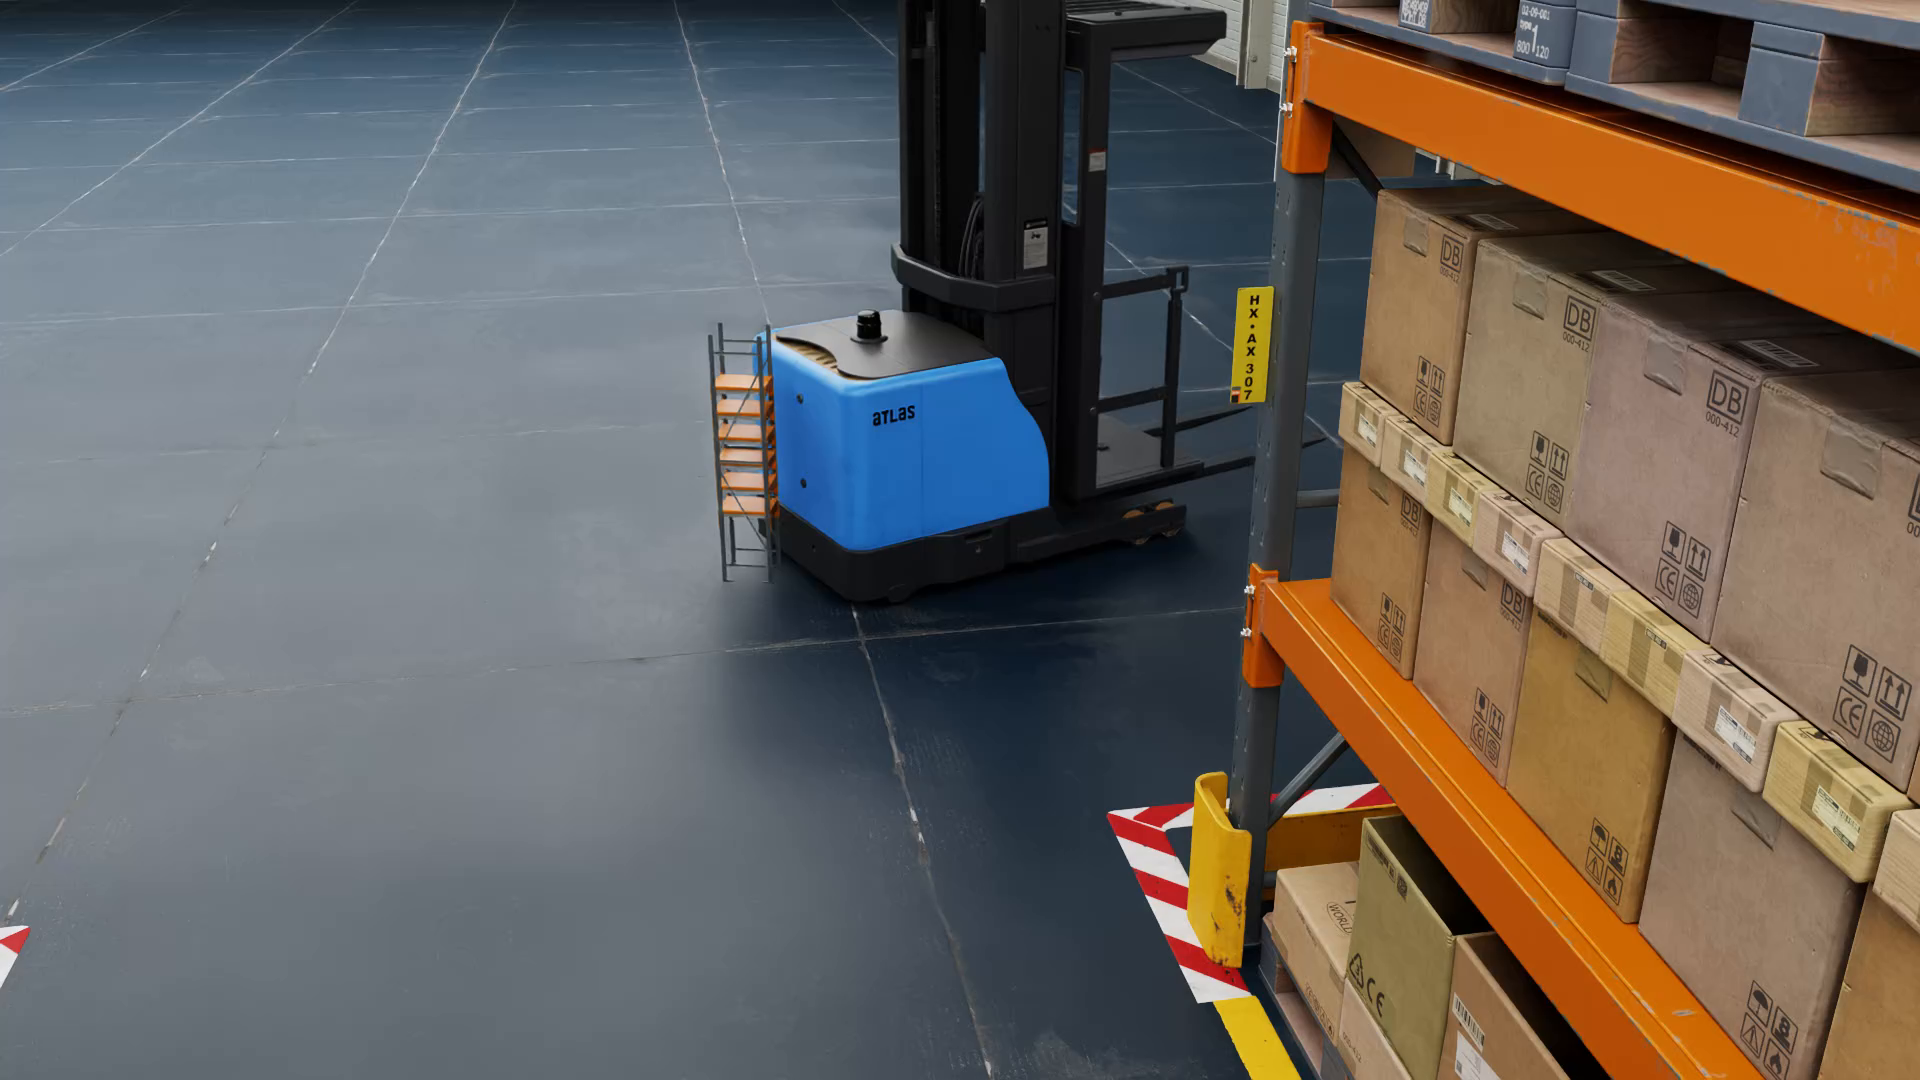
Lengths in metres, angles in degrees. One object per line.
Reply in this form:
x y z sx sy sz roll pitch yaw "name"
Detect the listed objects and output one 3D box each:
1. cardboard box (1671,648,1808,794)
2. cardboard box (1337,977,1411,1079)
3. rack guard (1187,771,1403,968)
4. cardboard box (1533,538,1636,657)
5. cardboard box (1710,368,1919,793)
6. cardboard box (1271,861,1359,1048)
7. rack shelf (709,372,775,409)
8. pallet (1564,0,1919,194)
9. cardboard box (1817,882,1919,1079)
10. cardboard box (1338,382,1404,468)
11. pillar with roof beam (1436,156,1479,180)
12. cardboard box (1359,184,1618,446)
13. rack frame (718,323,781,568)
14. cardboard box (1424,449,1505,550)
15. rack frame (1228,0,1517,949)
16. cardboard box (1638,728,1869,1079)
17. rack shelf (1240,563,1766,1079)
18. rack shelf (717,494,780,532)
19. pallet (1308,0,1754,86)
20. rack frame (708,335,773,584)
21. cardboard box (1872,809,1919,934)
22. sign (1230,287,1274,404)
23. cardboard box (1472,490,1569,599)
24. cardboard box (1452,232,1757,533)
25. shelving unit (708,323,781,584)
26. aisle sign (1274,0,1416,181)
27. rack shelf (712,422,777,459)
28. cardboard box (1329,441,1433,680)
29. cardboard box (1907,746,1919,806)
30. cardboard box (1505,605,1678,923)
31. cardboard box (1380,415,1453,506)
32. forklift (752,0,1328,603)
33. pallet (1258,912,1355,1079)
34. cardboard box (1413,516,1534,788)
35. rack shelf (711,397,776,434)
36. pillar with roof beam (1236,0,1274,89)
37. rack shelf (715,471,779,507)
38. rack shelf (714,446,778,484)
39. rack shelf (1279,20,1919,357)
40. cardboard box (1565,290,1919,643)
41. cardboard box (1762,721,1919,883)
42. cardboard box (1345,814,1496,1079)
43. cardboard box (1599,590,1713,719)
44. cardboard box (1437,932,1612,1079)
1.486 0.297 2.887 0.380 0.149 0.250 -4 24 -9 "cardboard box"
1.319 1.356 4.307 0.500 0.250 0.500 -4 24 -10 "cardboard box"
1.338 1.001 5.333 1.175 0.500 0.348 -4 24 -10 "rack guard"
1.396 0.098 3.342 0.380 0.149 0.250 -5 24 -12 "cardboard box"
1.715 0.032 2.684 0.700 0.500 0.500 -4 24 -10 "cardboard box"
1.223 1.160 4.757 0.500 0.250 0.500 -4 24 -10 "cardboard box"
-0.981 -0.674 7.504 0.258 0.103 0.180 3 24 6 "rack shelf"
1.676 -0.708 2.487 1.003 0.211 1.213 -4 24 -10 "pallet"
1.801 0.814 2.514 0.700 0.500 0.500 -4 24 -9 "cardboard box"
1.203 -0.308 4.272 0.380 0.149 0.250 -4 24 -10 "cardboard box"
0.739 -7.442 14.047 9.100 9.000 0.400 -4 24 -10 "pillar with roof beam"
1.426 -0.570 4.061 0.700 0.500 0.500 -4 24 -10 "cardboard box"
-0.972 -0.423 7.715 0.240 1.200 0.006 3 24 6 "rack frame"
1.299 -0.106 3.809 0.380 0.149 0.250 -4 24 -10 "cardboard box"
1.342 -0.135 4.811 1.000 3.000 0.127 -4 24 -10 "rack frame"
1.705 0.612 2.975 0.700 0.500 0.500 -4 24 -8 "cardboard box"
1.712 0.981 3.154 1.077 0.370 4.000 -4 24 -10 "rack shelf"
-0.983 -0.126 7.748 0.258 0.103 0.180 3 24 6 "rack shelf"
1.447 -1.189 3.588 1.003 0.211 1.213 -4 24 -10 "pallet"
-0.992 -0.349 7.549 0.240 1.200 0.006 3 24 6 "rack frame"
1.588 0.505 2.412 0.380 0.149 0.250 -4 24 -8 "cardboard box"
0.796 -0.529 4.534 0.100 0.325 0.005 -4 24 -10 "sign"
1.344 -0.007 3.582 0.380 0.149 0.250 -5 24 -11 "cardboard box"
1.528 -0.364 3.589 0.700 0.500 0.500 -5 24 -11 "cardboard box"
-0.982 -0.386 7.632 0.258 1.200 0.189 3 24 6 "shelving unit"
1.029 -1.330 4.298 0.394 0.787 0.004 -4 24 -10 "aisle sign"
-0.982 -0.455 7.602 0.258 0.103 0.180 3 24 6 "rack shelf"
1.416 0.004 4.369 0.700 0.500 0.500 -4 24 -10 "cardboard box"
1.807 0.228 2.234 0.700 0.500 0.500 -4 24 -10 "cardboard box"
1.604 0.406 3.448 0.700 0.500 0.500 -4 24 -9 "cardboard box"
1.255 -0.204 4.034 0.380 0.149 0.250 -5 24 -11 "cardboard box"
0.530 -1.486 7.991 3.031 2.935 1.130 -14 27 -29 "forklift"
1.525 1.440 4.688 1.003 0.211 1.213 -4 24 -10 "pallet"
1.518 0.210 3.897 0.700 0.500 0.500 -4 24 -8 "cardboard box"
-0.982 -0.565 7.553 0.258 0.103 0.180 3 24 6 "rack shelf"
-0.370 -9.802 19.451 9.100 9.000 0.400 -4 24 -10 "pillar with roof beam"
-0.983 -0.236 7.699 0.258 0.103 0.180 3 24 6 "rack shelf"
-0.982 -0.346 7.650 0.258 0.103 0.180 3 24 6 "rack shelf"
1.712 -0.393 2.554 1.077 0.370 4.000 -4 24 -10 "rack shelf"
1.622 -0.165 3.135 0.700 0.500 0.500 -4 24 -10 "cardboard box"
1.536 0.400 2.650 0.380 0.149 0.250 -4 24 -8 "cardboard box"
1.317 1.013 4.157 0.500 0.500 0.500 -4 24 -10 "cardboard box"
1.443 0.199 3.112 0.380 0.149 0.250 -5 24 -10 "cardboard box"
1.422 1.209 3.709 0.500 0.500 0.500 -4 24 -10 "cardboard box"
